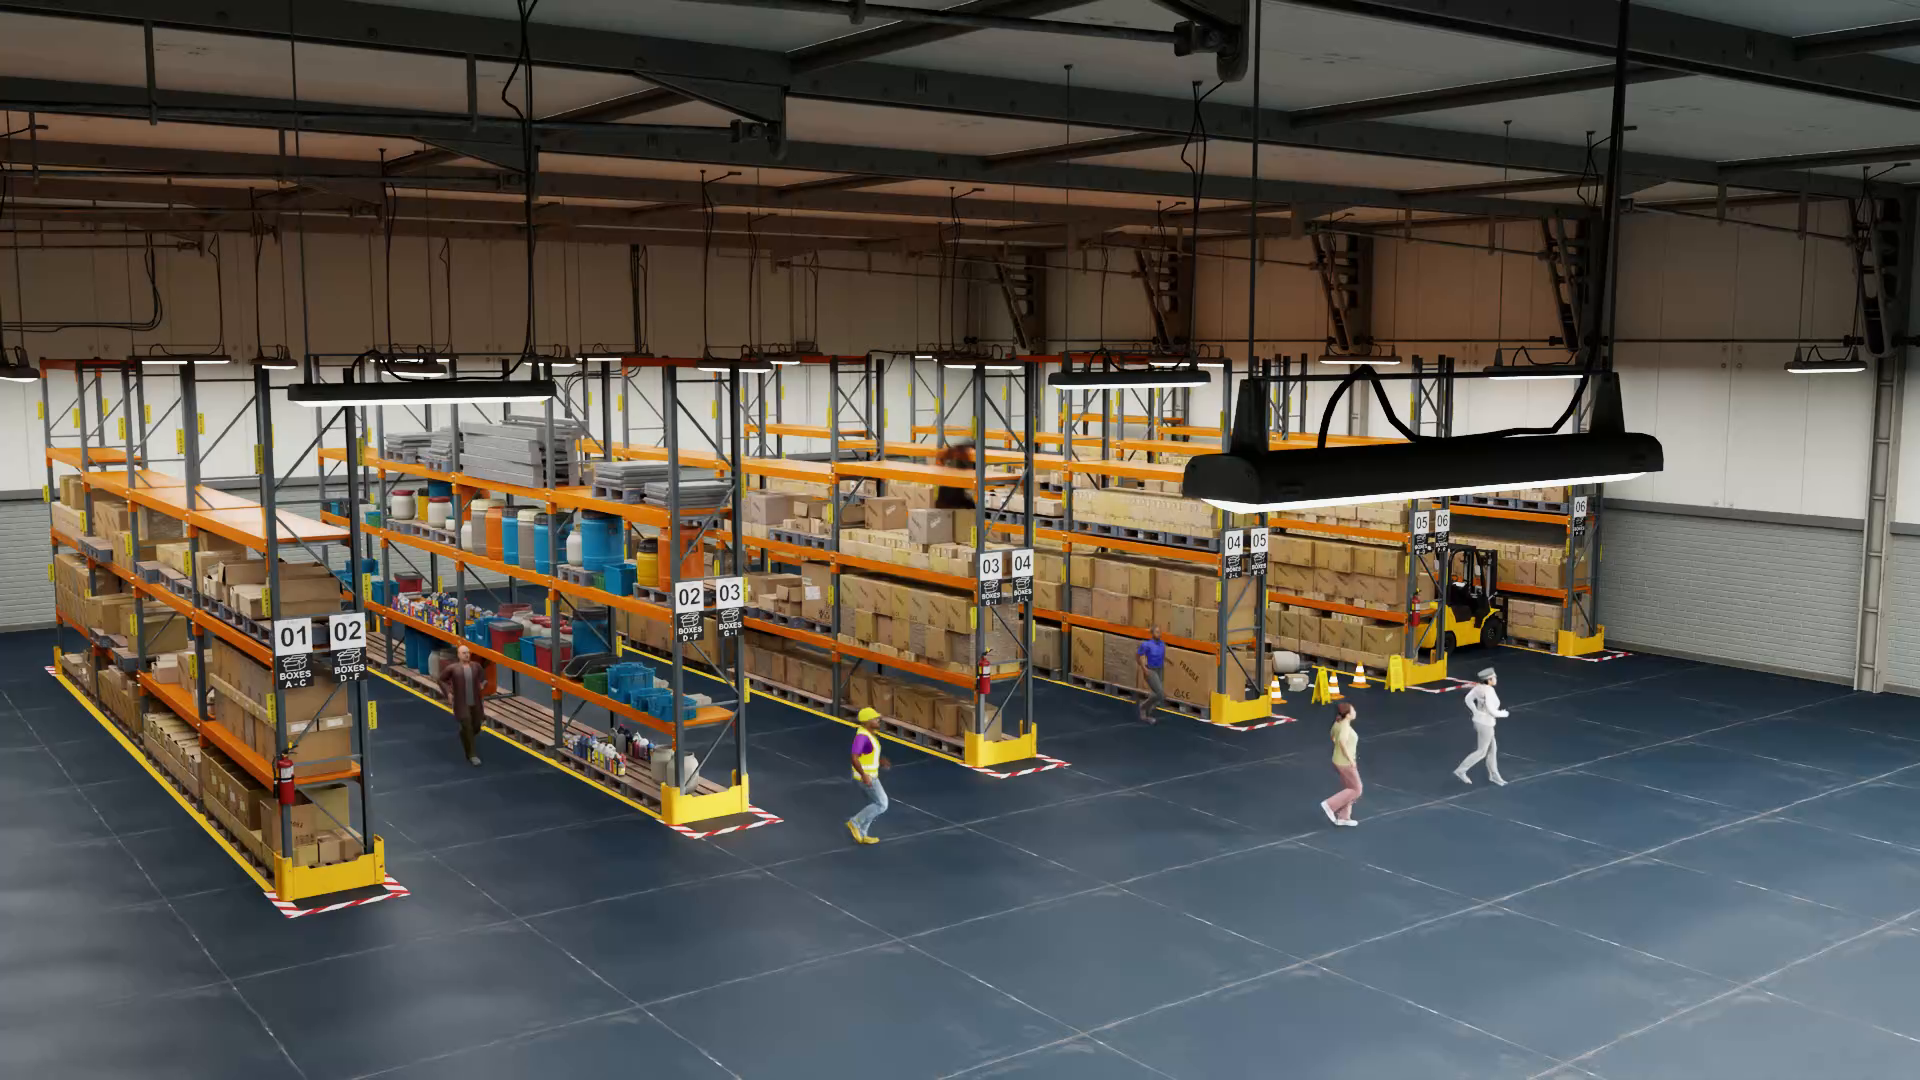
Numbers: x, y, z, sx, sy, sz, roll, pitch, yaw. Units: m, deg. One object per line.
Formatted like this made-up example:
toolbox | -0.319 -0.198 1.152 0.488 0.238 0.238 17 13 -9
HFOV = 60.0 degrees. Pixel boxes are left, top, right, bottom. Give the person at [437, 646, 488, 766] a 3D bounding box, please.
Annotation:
person | -7.431 2.458 25.003 0.719 1.752 0.980 -5 9 -38

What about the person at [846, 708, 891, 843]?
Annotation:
person | -1.150 2.965 20.950 0.574 1.732 0.712 0 7 -4

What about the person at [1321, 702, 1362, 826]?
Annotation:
person | 4.963 2.925 21.721 0.544 1.640 0.596 -1 7 -6

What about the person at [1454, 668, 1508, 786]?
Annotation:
person | 7.427 2.659 23.639 0.825 1.724 0.632 0 7 -1

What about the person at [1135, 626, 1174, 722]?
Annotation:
person | 3.256 2.225 27.520 0.560 1.621 0.582 -6 9 -42
